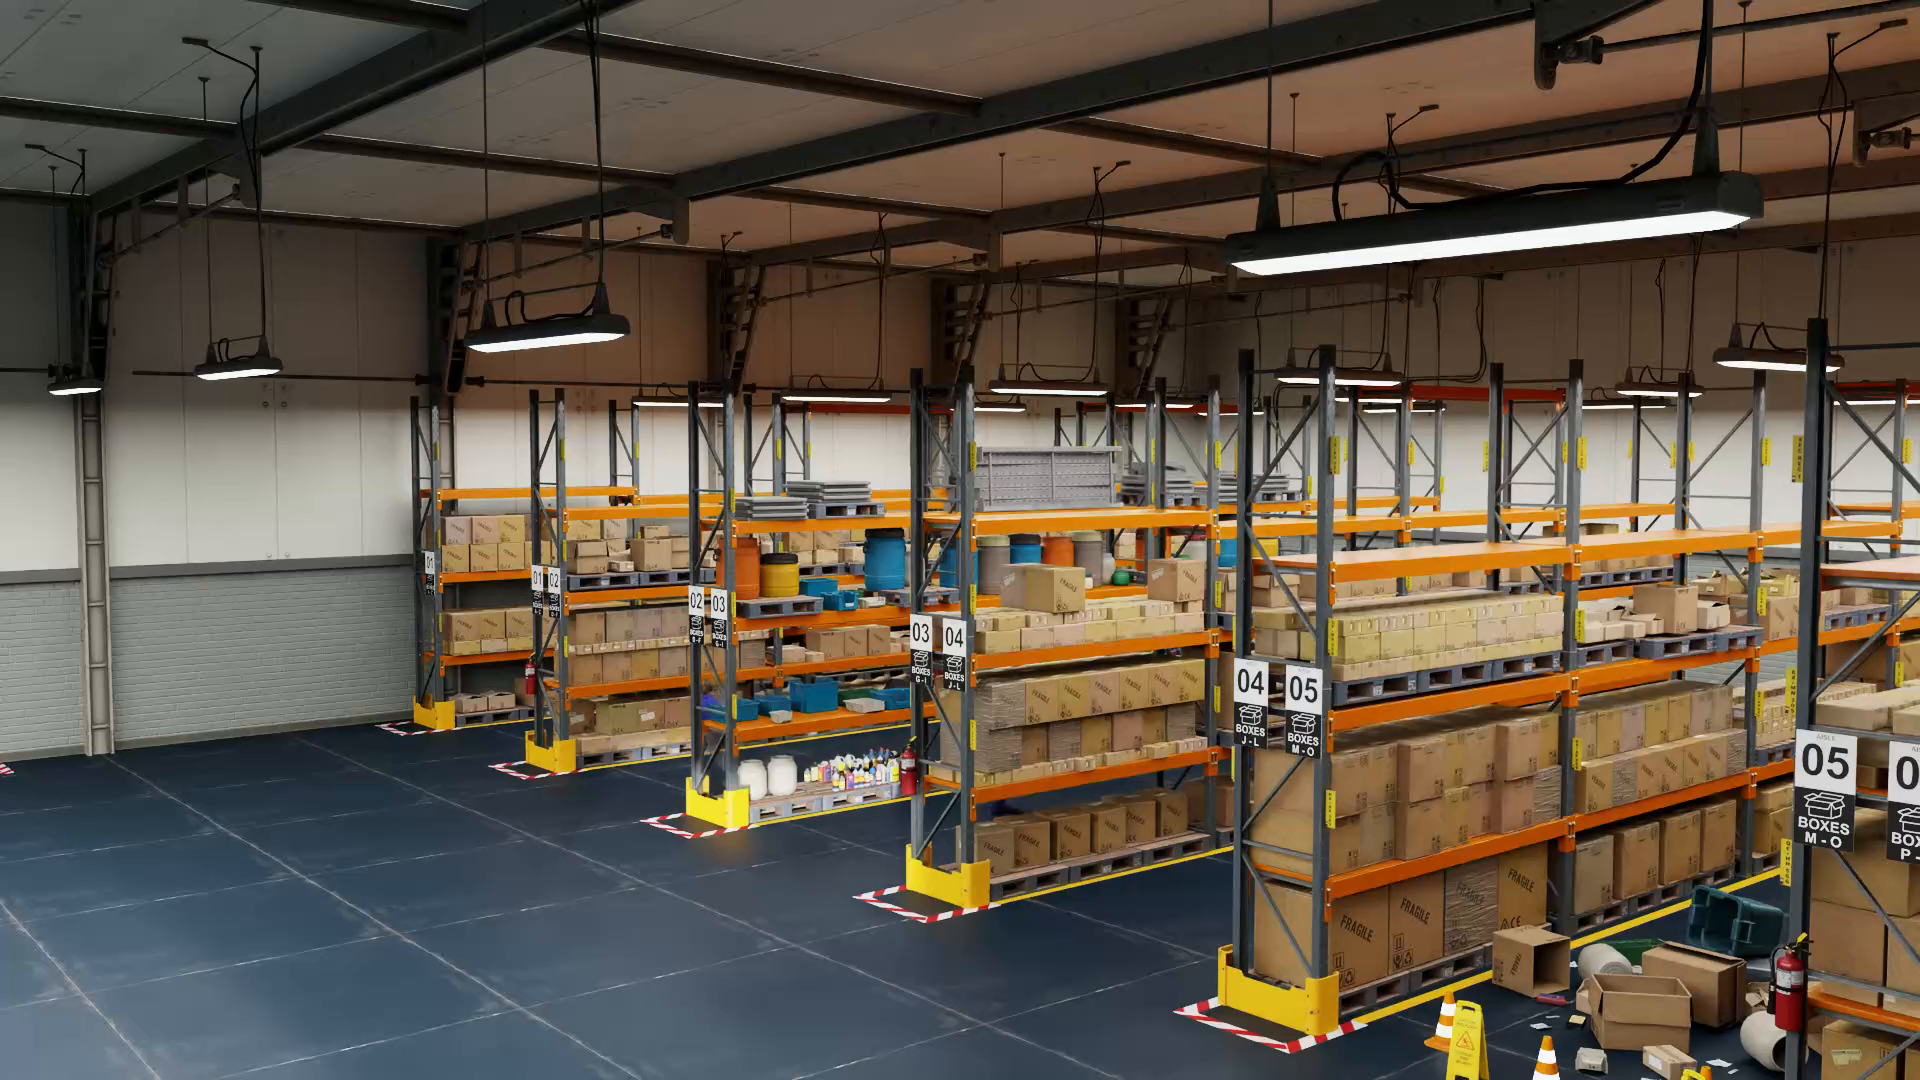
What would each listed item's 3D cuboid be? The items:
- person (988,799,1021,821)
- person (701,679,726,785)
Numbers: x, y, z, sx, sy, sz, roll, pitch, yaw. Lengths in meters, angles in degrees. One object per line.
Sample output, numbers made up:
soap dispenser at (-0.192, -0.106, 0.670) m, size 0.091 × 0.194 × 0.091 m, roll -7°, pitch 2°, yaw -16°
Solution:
person at (0.549, 3.099, 21.455) m, size 0.841 × 1.648 × 0.607 m, roll -3°, pitch 5°, yaw -45°
person at (-3.663, 2.886, 24.536) m, size 0.571 × 1.686 × 0.821 m, roll 3°, pitch 5°, yaw 43°
